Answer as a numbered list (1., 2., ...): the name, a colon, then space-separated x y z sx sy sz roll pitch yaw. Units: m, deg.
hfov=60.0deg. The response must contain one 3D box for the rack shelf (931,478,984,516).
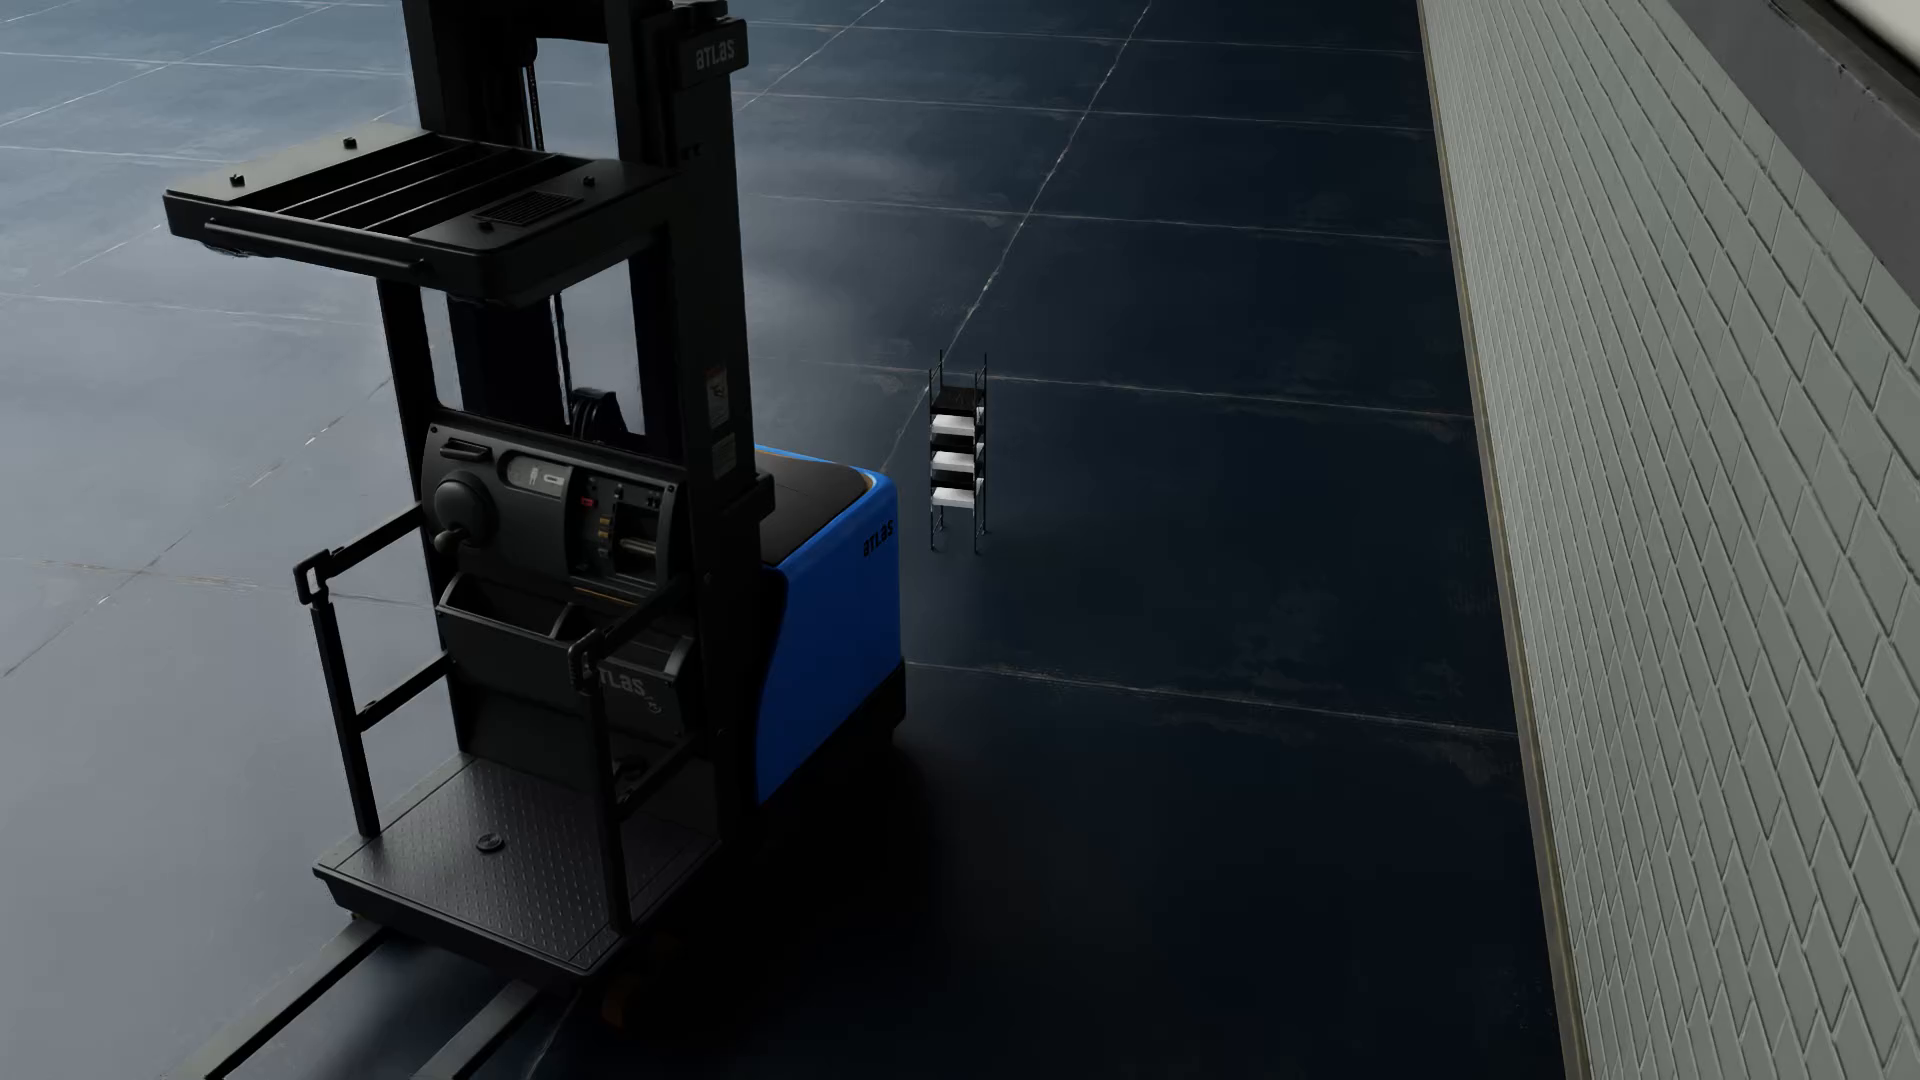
1. rack shelf: -0.008 -0.208 7.638 0.200 0.077 0.258 6 29 11

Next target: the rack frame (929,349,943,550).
1. rack frame: -0.107 -0.406 7.554 0.006 0.900 0.240 6 29 11

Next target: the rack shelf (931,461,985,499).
1. rack shelf: -0.008 -0.287 7.595 0.200 0.077 0.258 6 29 11

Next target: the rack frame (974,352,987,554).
1. rack frame: 0.091 -0.385 7.517 0.006 0.900 0.240 6 29 11

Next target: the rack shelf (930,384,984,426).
1. rack shelf: -0.008 -0.603 7.422 0.200 0.077 0.258 6 29 11

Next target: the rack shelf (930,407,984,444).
1. rack shelf: -0.008 -0.524 7.465 0.200 0.077 0.258 6 29 11

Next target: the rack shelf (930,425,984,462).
1. rack shelf: -0.008 -0.445 7.508 0.200 0.077 0.258 6 29 11

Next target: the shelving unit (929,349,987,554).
1. shelving unit: -0.008 -0.396 7.535 0.210 0.900 0.258 6 29 11

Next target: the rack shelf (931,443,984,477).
1. rack shelf: -0.008 -0.366 7.551 0.200 0.077 0.258 6 29 11

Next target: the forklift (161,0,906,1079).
1. forklift: -1.323 -0.048 4.785 1.130 2.935 3.031 14 32 23
